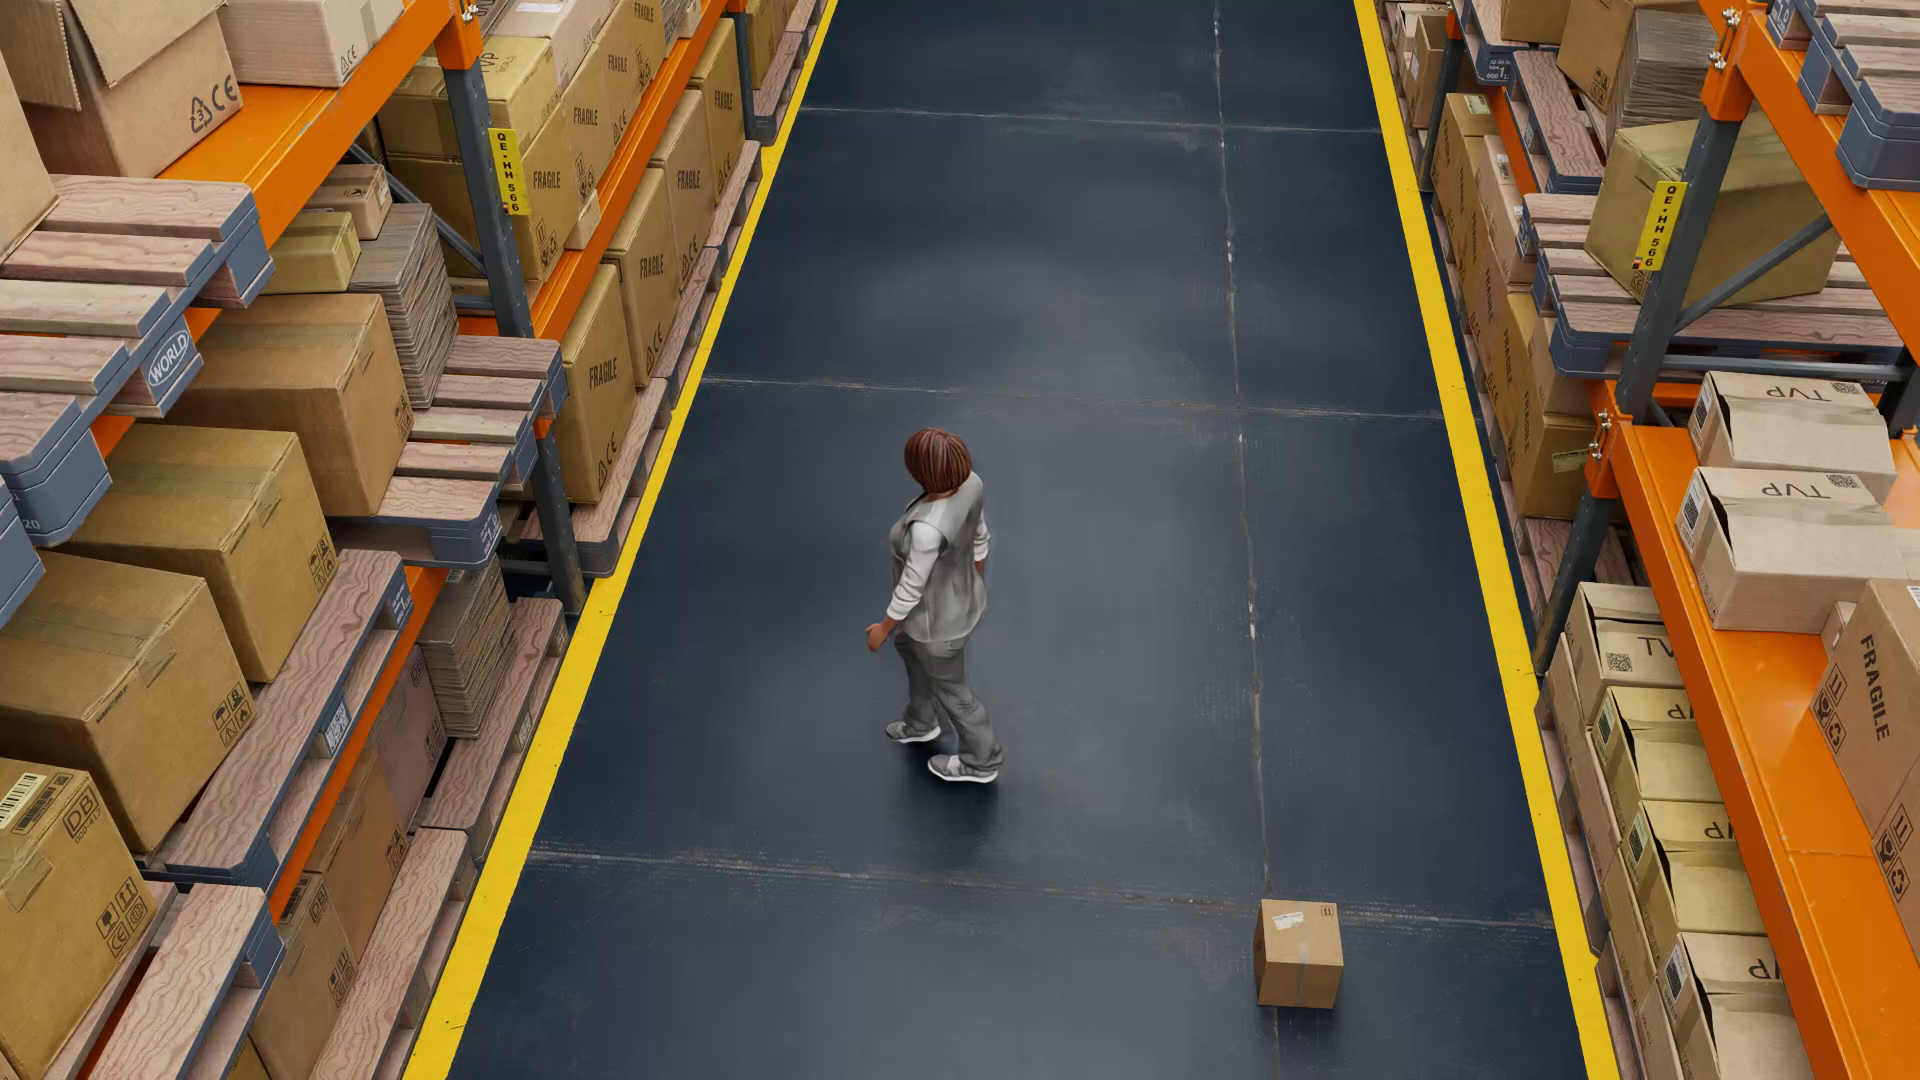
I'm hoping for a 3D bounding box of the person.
[{"bbox_3d":[-0.087,0.272,5.857,0.530,1.647,0.425,13,42,15],"label":"person"}]
